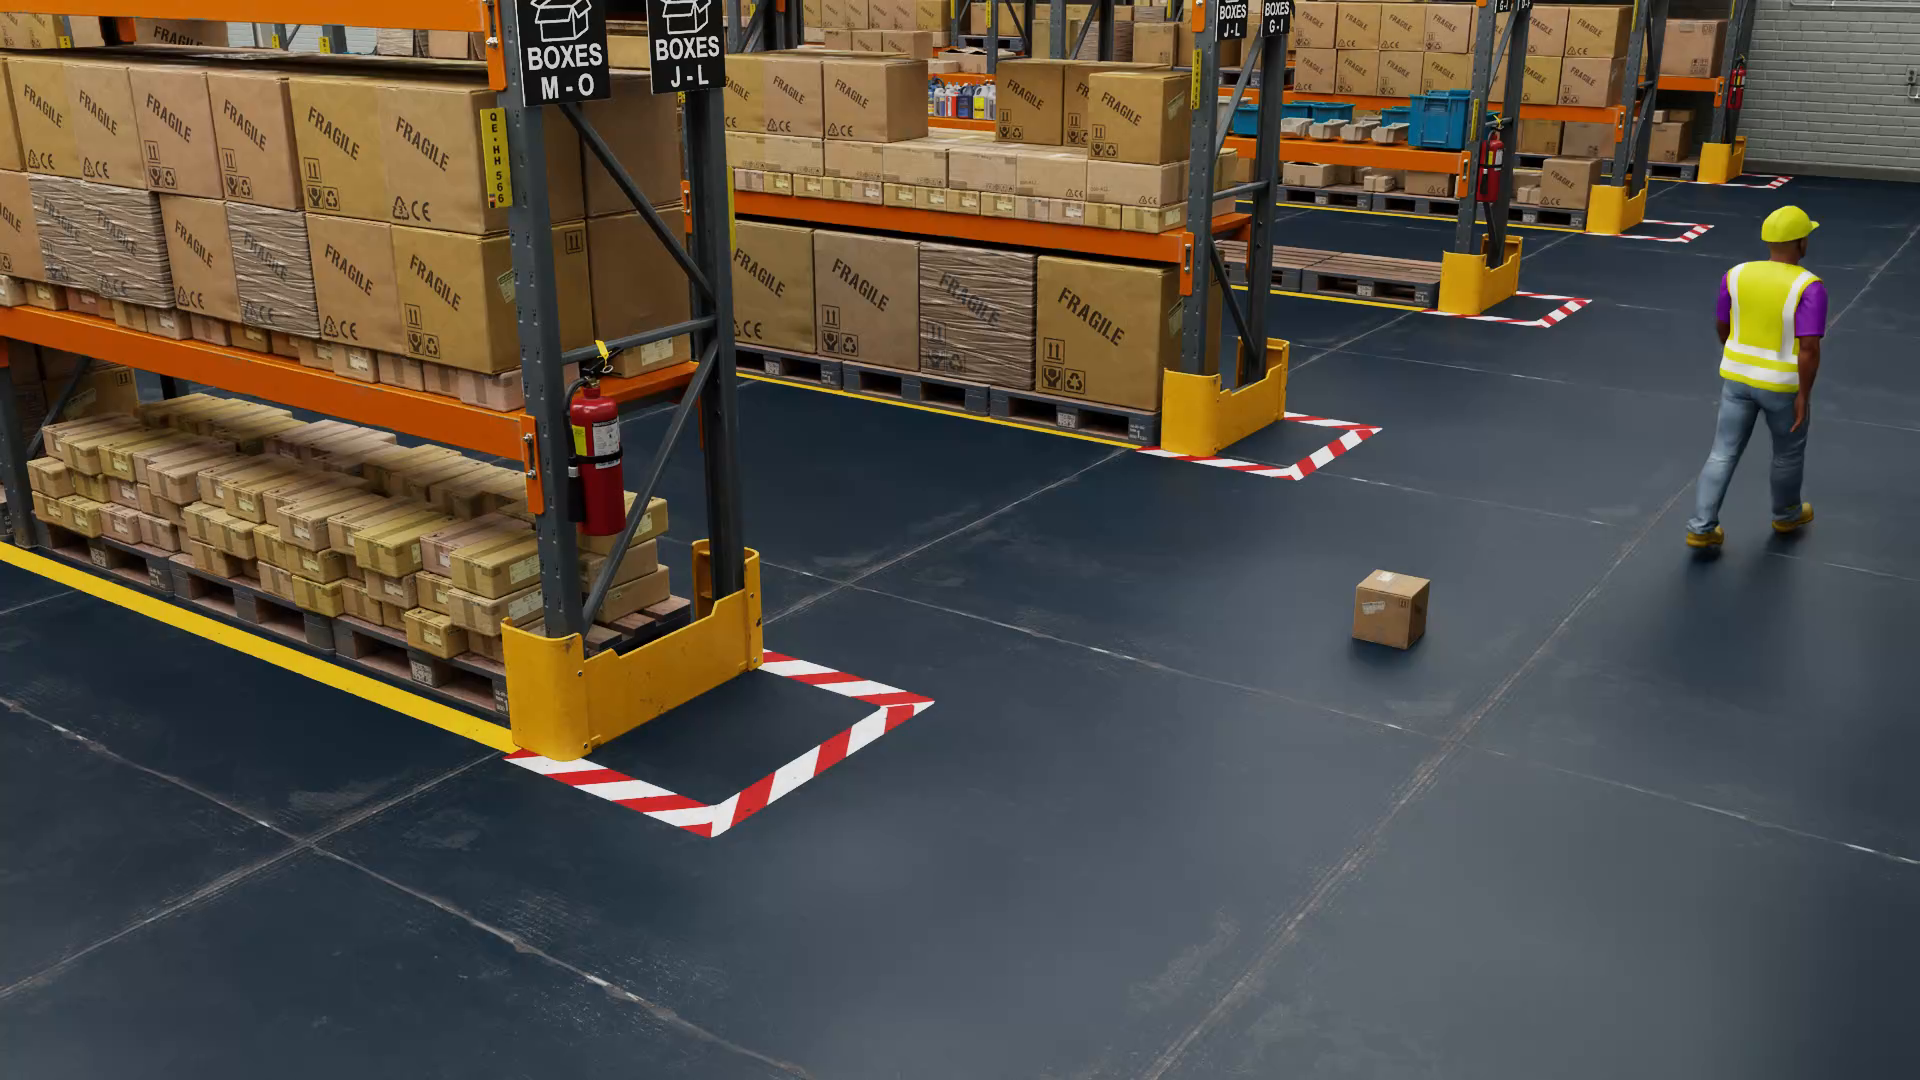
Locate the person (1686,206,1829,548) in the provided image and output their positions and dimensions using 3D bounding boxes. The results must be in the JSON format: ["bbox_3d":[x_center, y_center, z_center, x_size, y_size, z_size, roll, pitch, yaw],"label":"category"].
[{"bbox_3d":[4.077,-0.824,8.355,1.033,1.718,0.588,-17,26,-39],"label":"person"}]
